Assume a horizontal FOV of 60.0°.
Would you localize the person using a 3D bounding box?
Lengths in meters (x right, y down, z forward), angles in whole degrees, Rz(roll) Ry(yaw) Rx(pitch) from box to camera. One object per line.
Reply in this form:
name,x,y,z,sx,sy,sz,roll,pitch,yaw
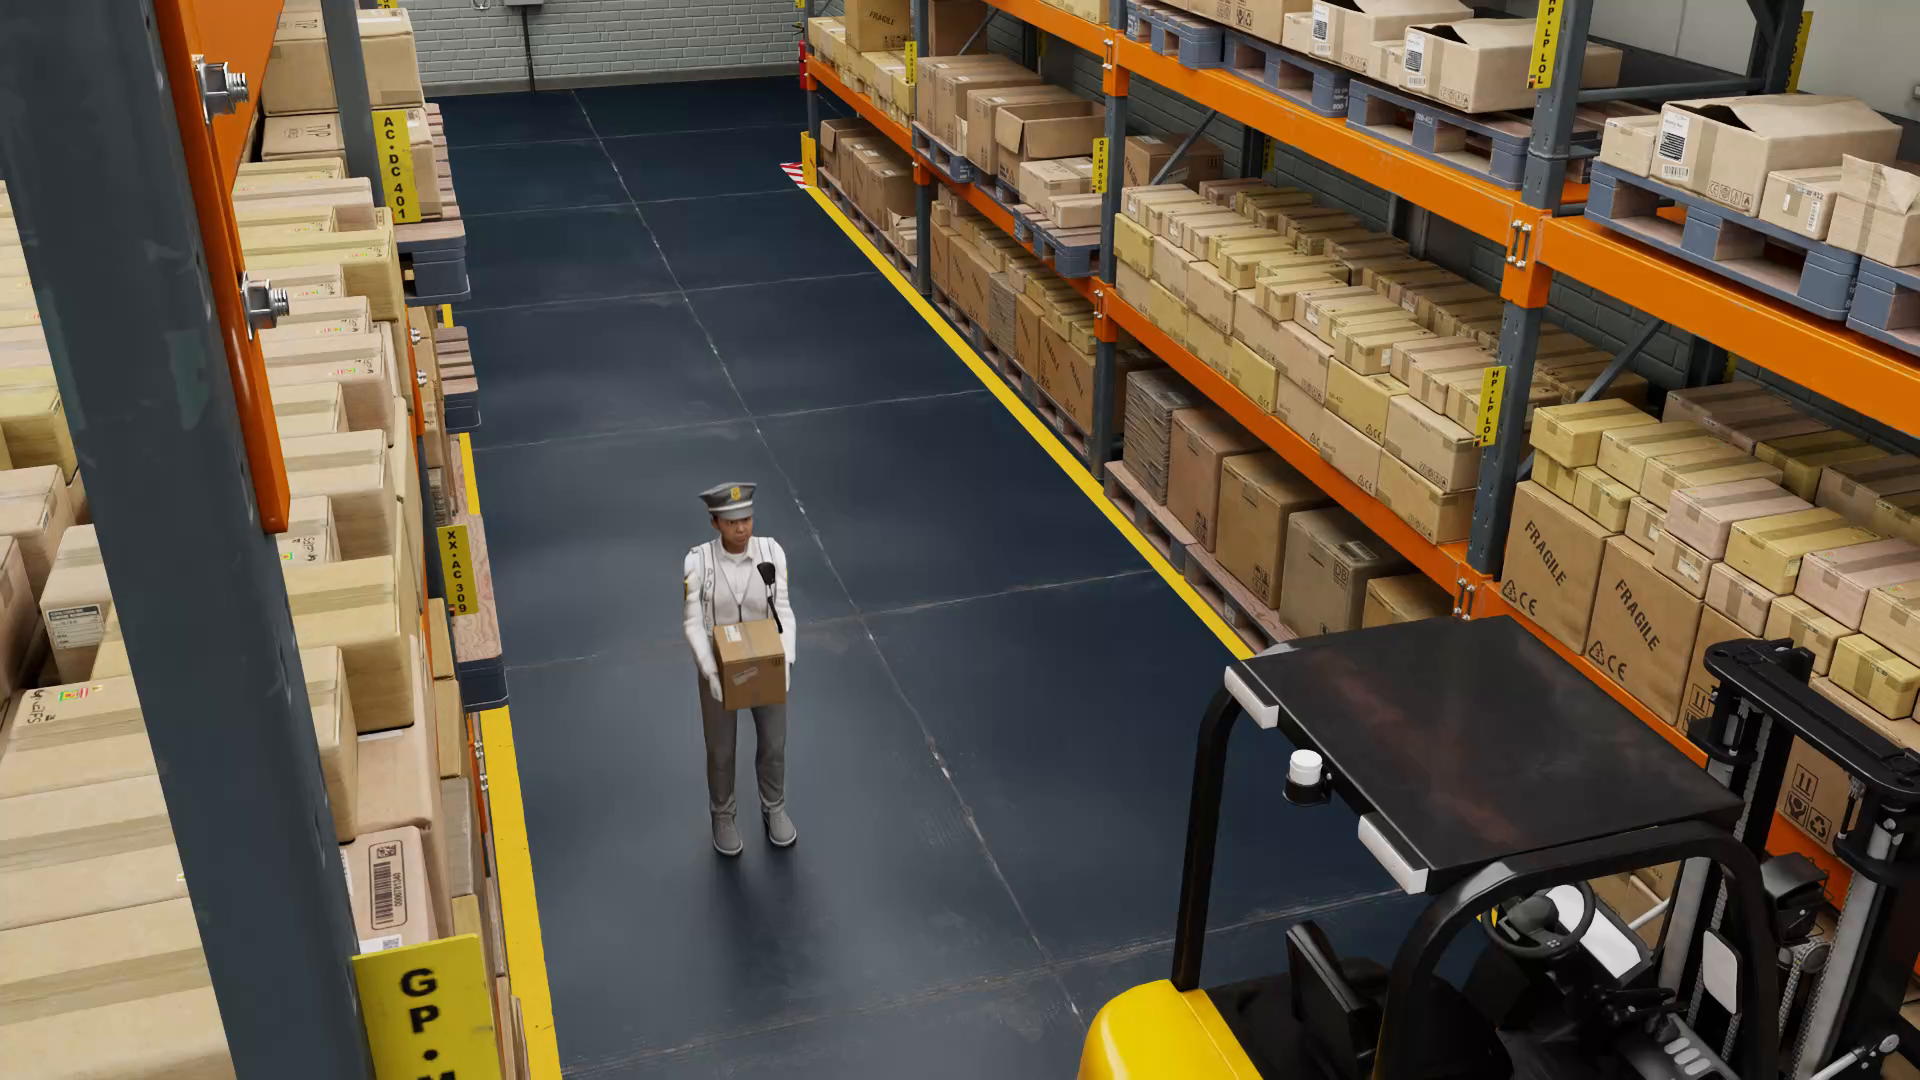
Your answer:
person,-0.908,0.564,6.958,0.459,1.686,0.551,-8,28,-15
